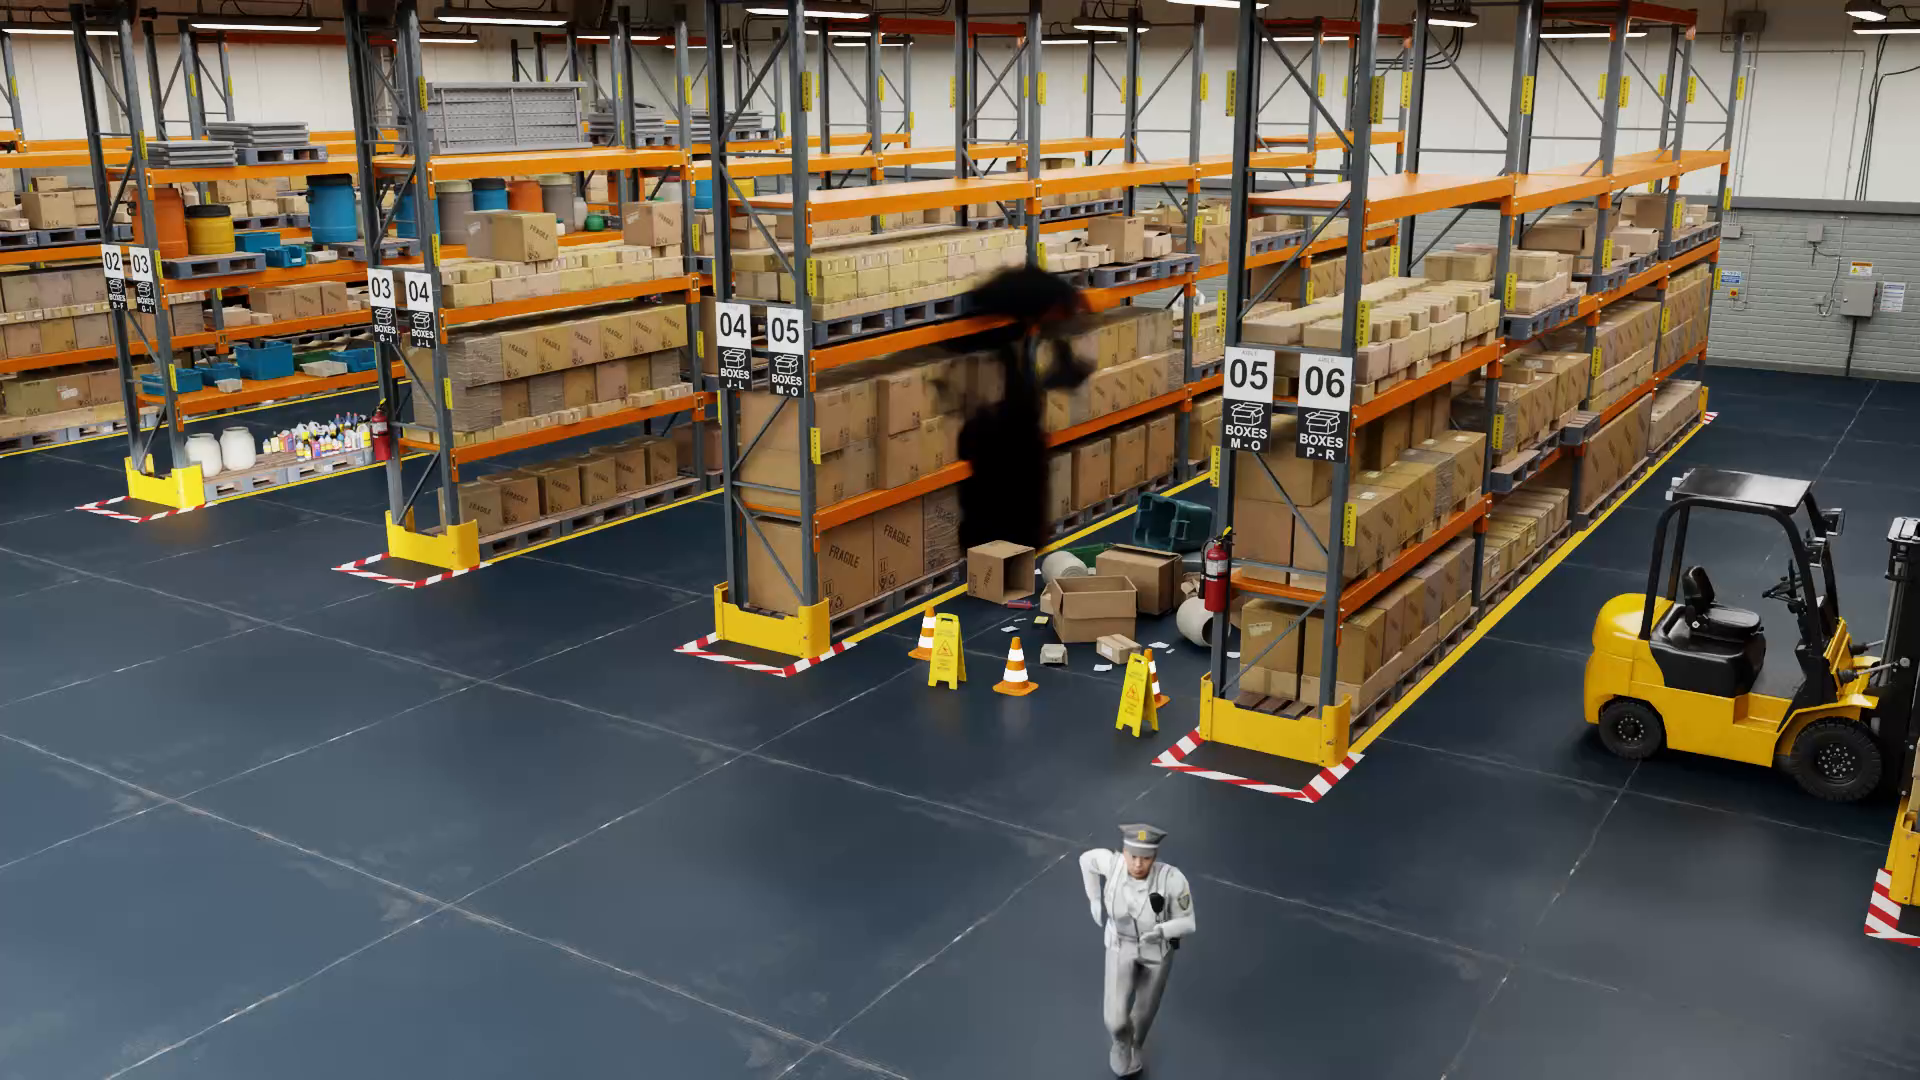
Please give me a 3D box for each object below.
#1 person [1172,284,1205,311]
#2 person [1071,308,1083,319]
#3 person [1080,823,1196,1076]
[{"bbox_3d":[4.281,-4.128,31.012,0.657,1.669,0.615,2,16,8],"label":"person"},{"bbox_3d":[1.804,-2.763,25.903,0.715,1.740,0.633,8,17,26],"label":"person"},{"bbox_3d":[0.897,2.123,8.531,0.599,1.609,0.805,2,16,7],"label":"person"}]
